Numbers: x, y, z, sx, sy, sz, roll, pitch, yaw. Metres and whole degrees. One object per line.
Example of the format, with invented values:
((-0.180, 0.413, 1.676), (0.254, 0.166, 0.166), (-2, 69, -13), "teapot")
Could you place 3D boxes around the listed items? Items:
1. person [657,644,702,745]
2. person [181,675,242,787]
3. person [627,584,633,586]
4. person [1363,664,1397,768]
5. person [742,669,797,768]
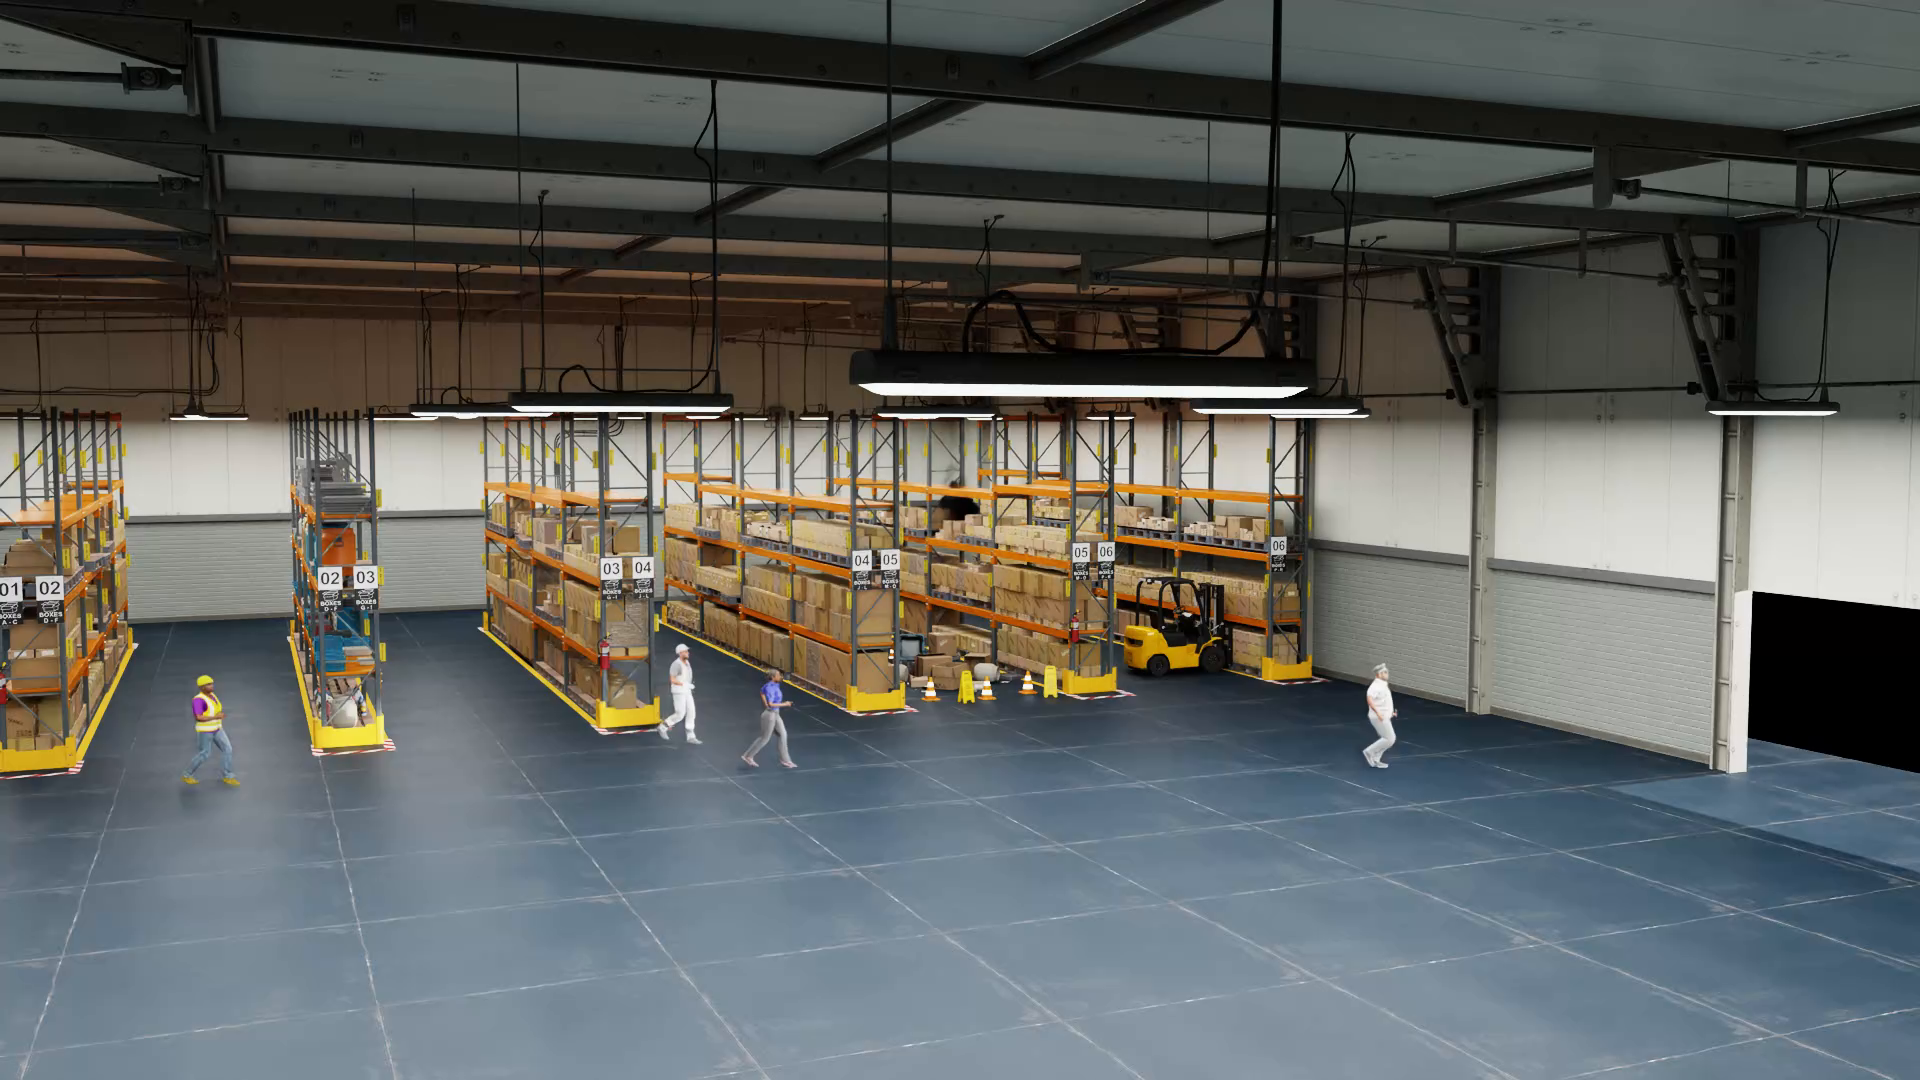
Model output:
((-5.002, 2.751, 29.732), (0.844, 1.792, 0.685), (1, 4, 17), "person")
((-11.789, 3.012, 26.149), (0.896, 1.785, 0.704), (0, 4, 7), "person")
((-9.650, 1.542, 47.581), (0.696, 1.718, 0.861), (2, 5, 28), "person")
((6.980, 2.917, 27.615), (0.526, 1.747, 0.668), (2, 4, 21), "person")
((-3.157, 2.961, 27.514), (0.899, 1.675, 0.520), (0, 4, 5), "person")
